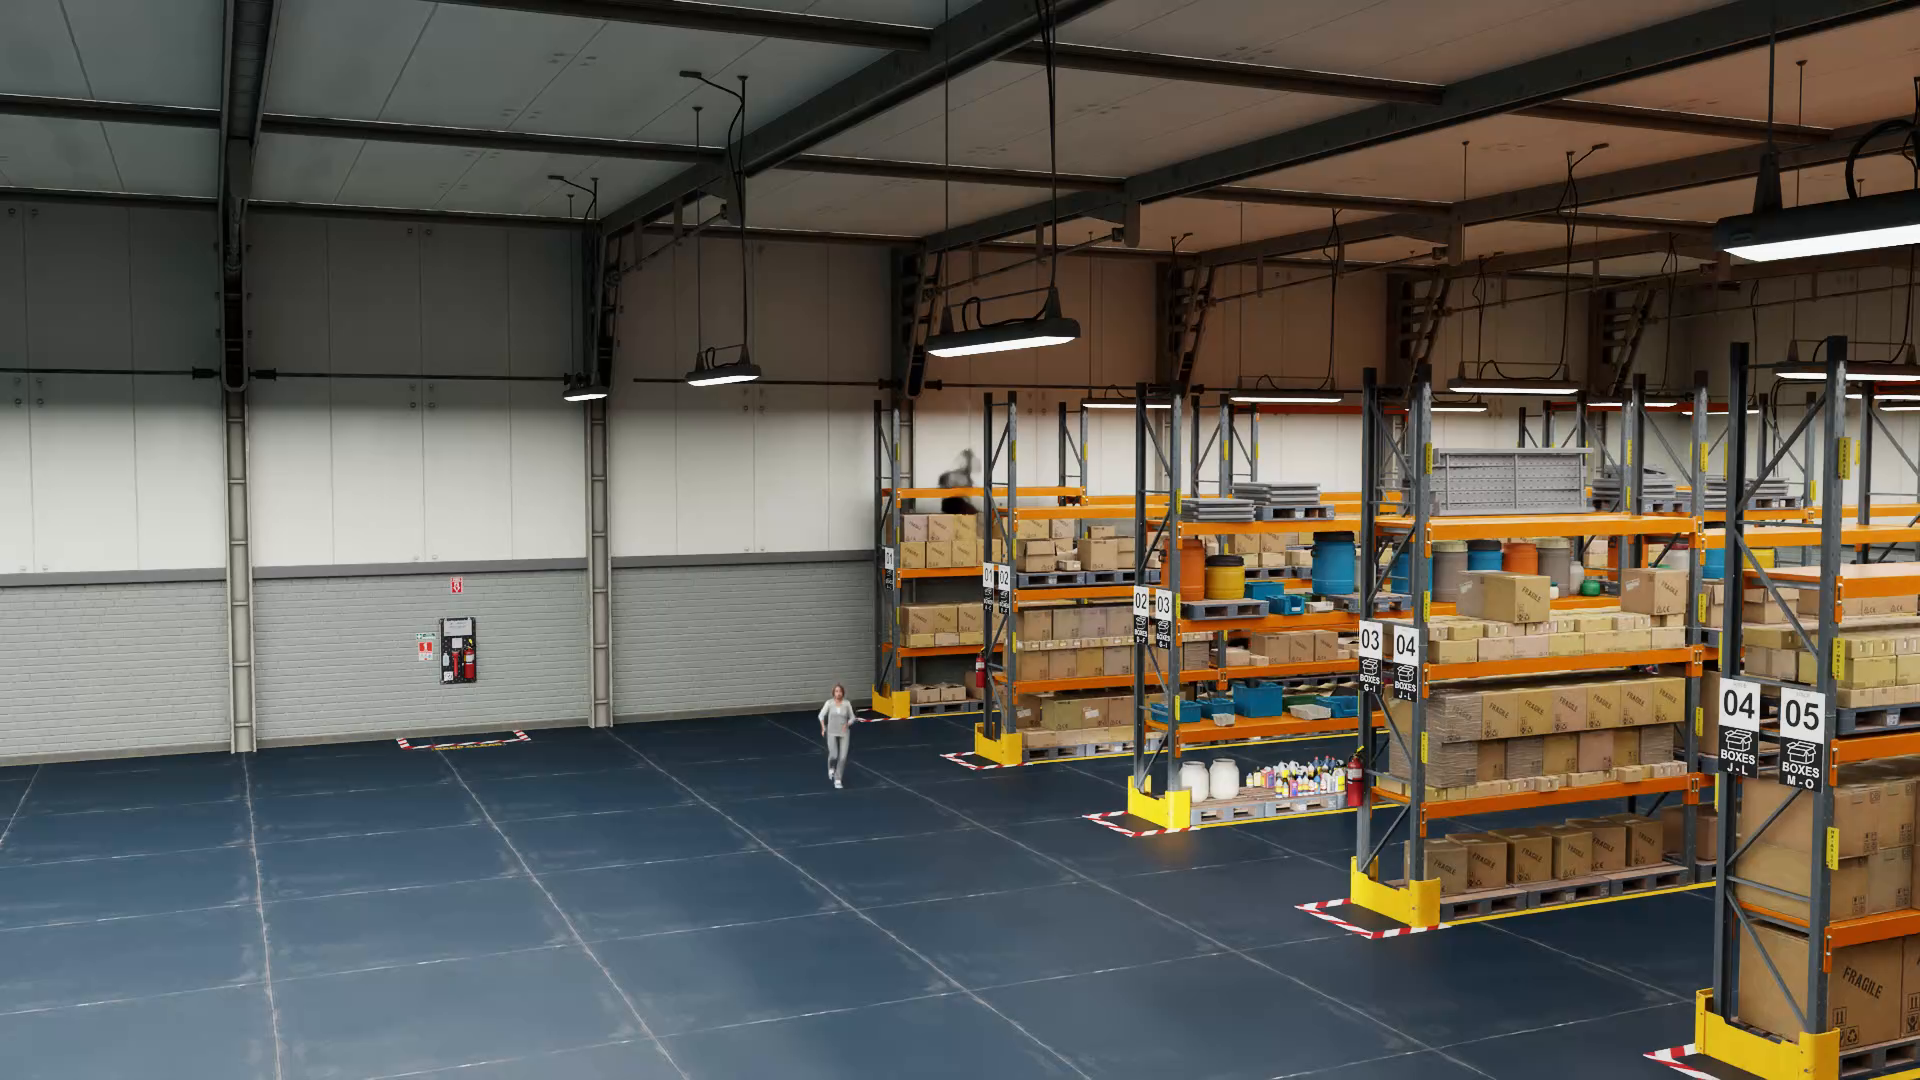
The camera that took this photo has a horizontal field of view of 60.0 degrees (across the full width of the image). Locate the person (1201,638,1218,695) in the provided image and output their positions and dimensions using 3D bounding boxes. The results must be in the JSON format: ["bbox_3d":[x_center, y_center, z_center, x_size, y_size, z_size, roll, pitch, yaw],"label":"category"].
[{"bbox_3d":[4.743,2.590,30.936,0.531,1.550,0.523,-2,4,-29],"label":"person"}]

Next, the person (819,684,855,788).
[{"bbox_3d":[-1.830,2.946,24.879,0.529,1.545,0.534,-1,3,-10],"label":"person"}]
